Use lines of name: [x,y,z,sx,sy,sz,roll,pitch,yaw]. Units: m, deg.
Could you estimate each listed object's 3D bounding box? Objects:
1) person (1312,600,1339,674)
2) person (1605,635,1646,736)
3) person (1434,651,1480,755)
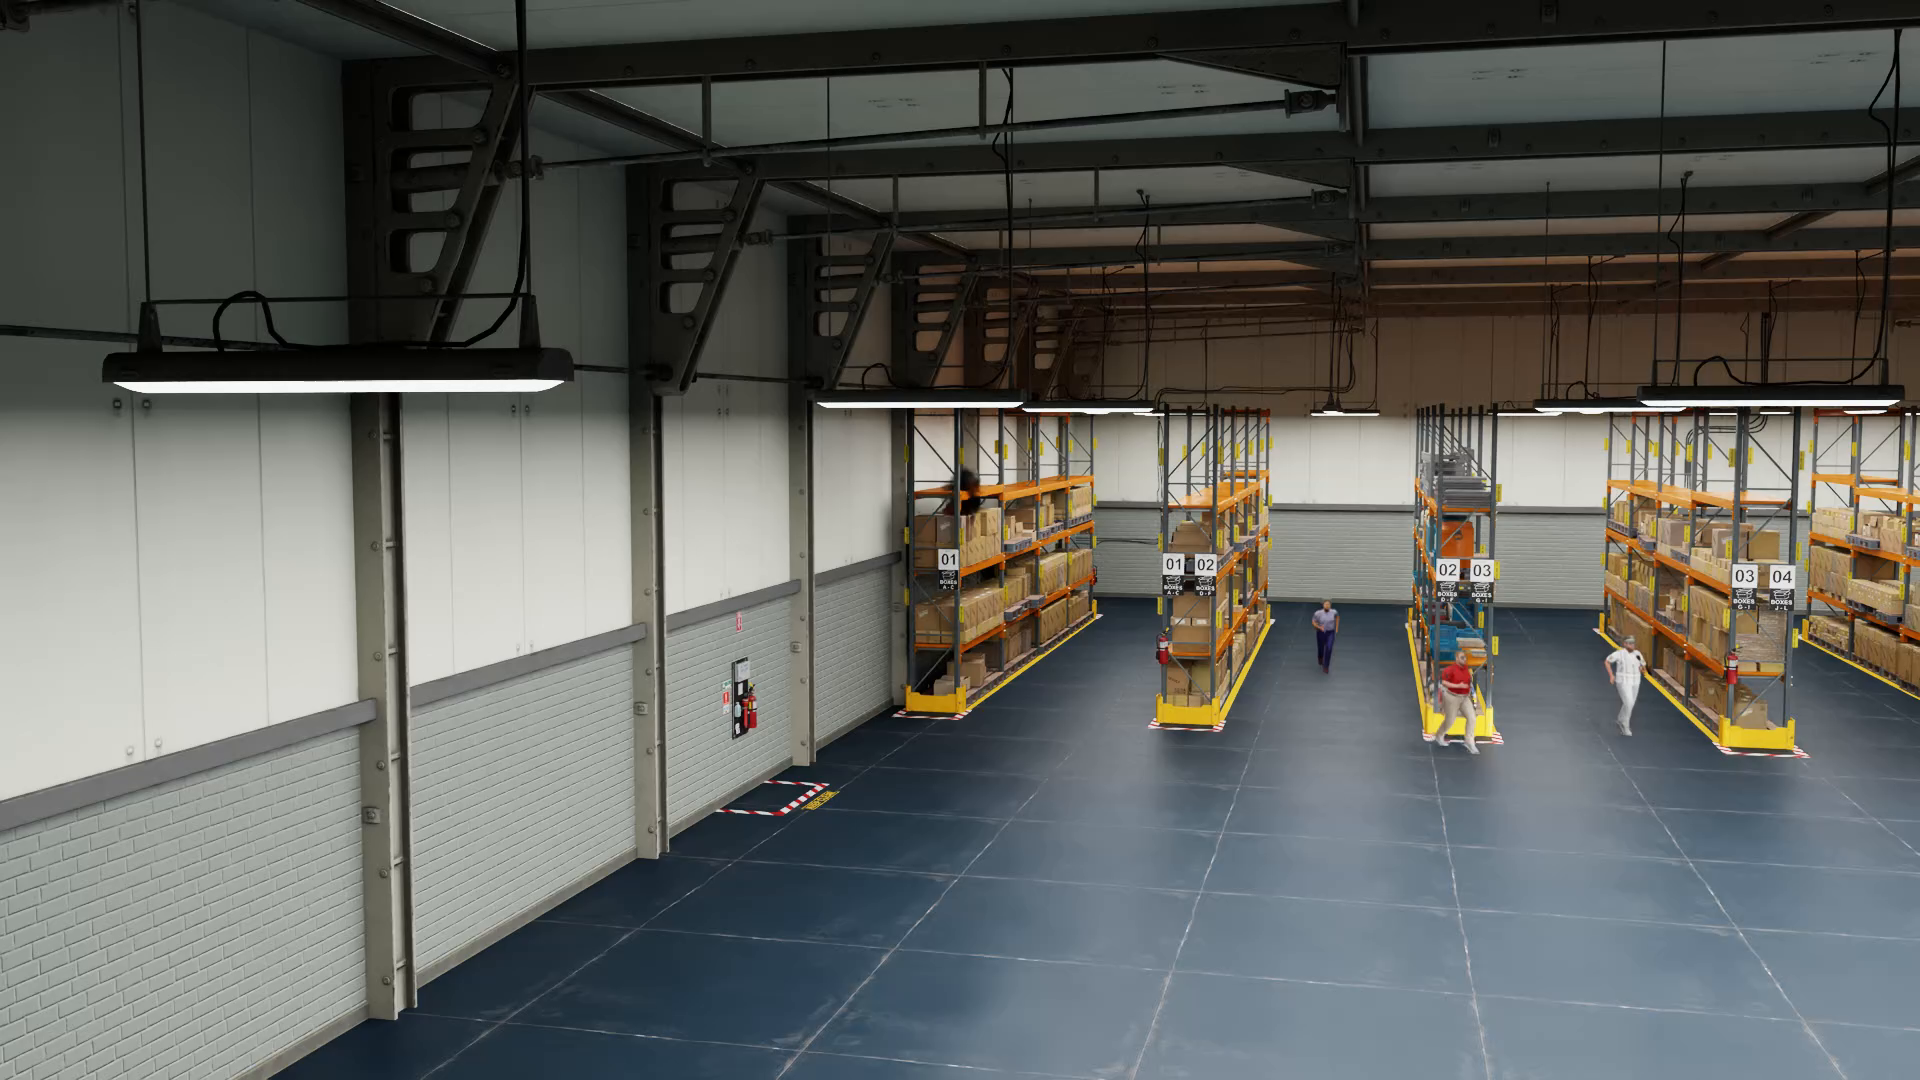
person: [8.293,2.171,37.734,0.628,1.643,0.950,0,4,6]
person: [12.164,2.637,30.282,0.636,1.840,0.776,-1,4,-12]
person: [8.558,2.786,28.700,0.678,1.770,0.895,-2,5,-24]
